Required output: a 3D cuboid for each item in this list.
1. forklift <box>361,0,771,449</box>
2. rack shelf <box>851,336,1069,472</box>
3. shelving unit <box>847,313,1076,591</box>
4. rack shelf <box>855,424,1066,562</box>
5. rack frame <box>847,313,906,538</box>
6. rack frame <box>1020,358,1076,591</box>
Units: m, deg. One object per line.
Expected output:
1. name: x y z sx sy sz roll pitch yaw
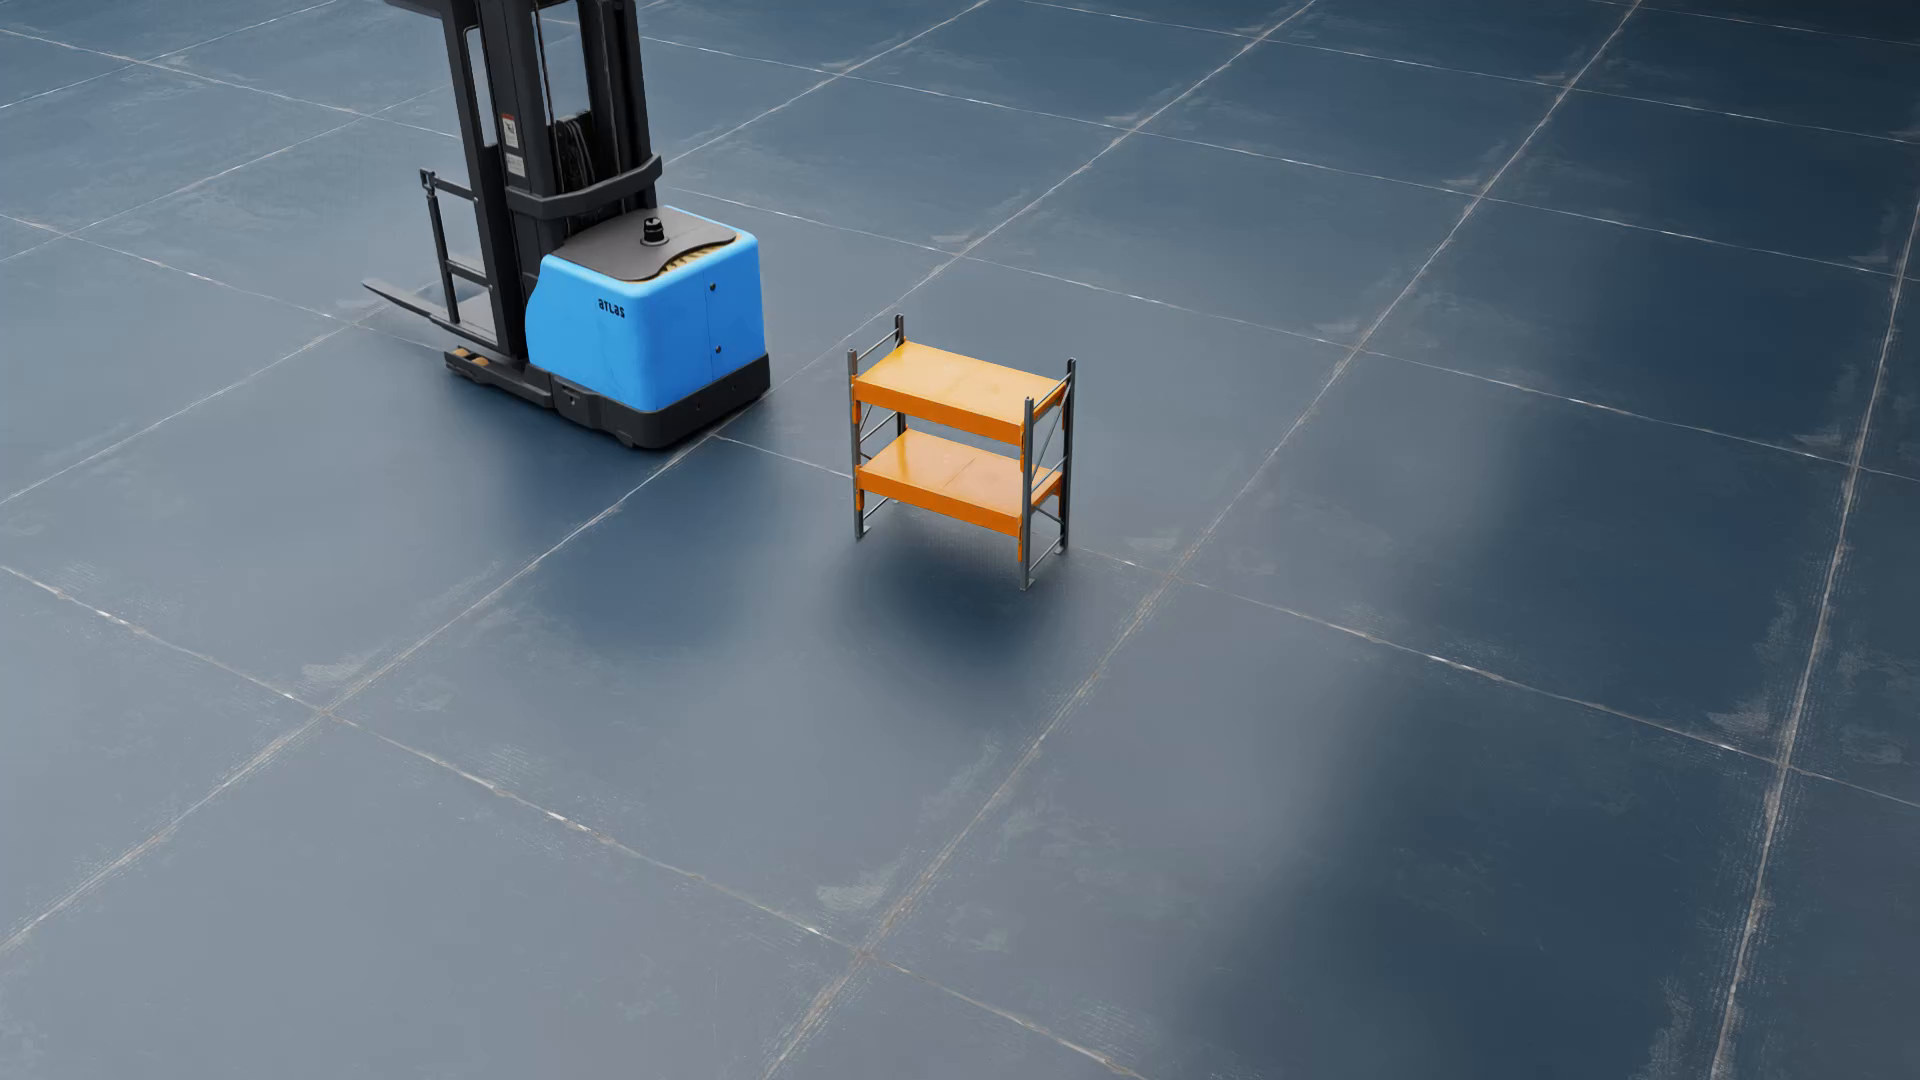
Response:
1. forklift: -2.651 -2.412 9.999 3.031 2.935 1.130 23 40 31
2. rack shelf: 0.006 -0.710 8.544 1.000 0.278 0.538 18 37 24
3. shelving unit: 0.006 -0.466 8.706 1.048 1.125 0.538 18 37 24
4. rack shelf: 0.006 -0.263 8.842 1.000 0.278 0.538 18 37 24
5. rack frame: -0.435 -0.606 8.916 0.032 1.125 0.500 18 37 24
6. rack frame: 0.447 -0.327 8.496 0.032 1.125 0.500 18 37 24
